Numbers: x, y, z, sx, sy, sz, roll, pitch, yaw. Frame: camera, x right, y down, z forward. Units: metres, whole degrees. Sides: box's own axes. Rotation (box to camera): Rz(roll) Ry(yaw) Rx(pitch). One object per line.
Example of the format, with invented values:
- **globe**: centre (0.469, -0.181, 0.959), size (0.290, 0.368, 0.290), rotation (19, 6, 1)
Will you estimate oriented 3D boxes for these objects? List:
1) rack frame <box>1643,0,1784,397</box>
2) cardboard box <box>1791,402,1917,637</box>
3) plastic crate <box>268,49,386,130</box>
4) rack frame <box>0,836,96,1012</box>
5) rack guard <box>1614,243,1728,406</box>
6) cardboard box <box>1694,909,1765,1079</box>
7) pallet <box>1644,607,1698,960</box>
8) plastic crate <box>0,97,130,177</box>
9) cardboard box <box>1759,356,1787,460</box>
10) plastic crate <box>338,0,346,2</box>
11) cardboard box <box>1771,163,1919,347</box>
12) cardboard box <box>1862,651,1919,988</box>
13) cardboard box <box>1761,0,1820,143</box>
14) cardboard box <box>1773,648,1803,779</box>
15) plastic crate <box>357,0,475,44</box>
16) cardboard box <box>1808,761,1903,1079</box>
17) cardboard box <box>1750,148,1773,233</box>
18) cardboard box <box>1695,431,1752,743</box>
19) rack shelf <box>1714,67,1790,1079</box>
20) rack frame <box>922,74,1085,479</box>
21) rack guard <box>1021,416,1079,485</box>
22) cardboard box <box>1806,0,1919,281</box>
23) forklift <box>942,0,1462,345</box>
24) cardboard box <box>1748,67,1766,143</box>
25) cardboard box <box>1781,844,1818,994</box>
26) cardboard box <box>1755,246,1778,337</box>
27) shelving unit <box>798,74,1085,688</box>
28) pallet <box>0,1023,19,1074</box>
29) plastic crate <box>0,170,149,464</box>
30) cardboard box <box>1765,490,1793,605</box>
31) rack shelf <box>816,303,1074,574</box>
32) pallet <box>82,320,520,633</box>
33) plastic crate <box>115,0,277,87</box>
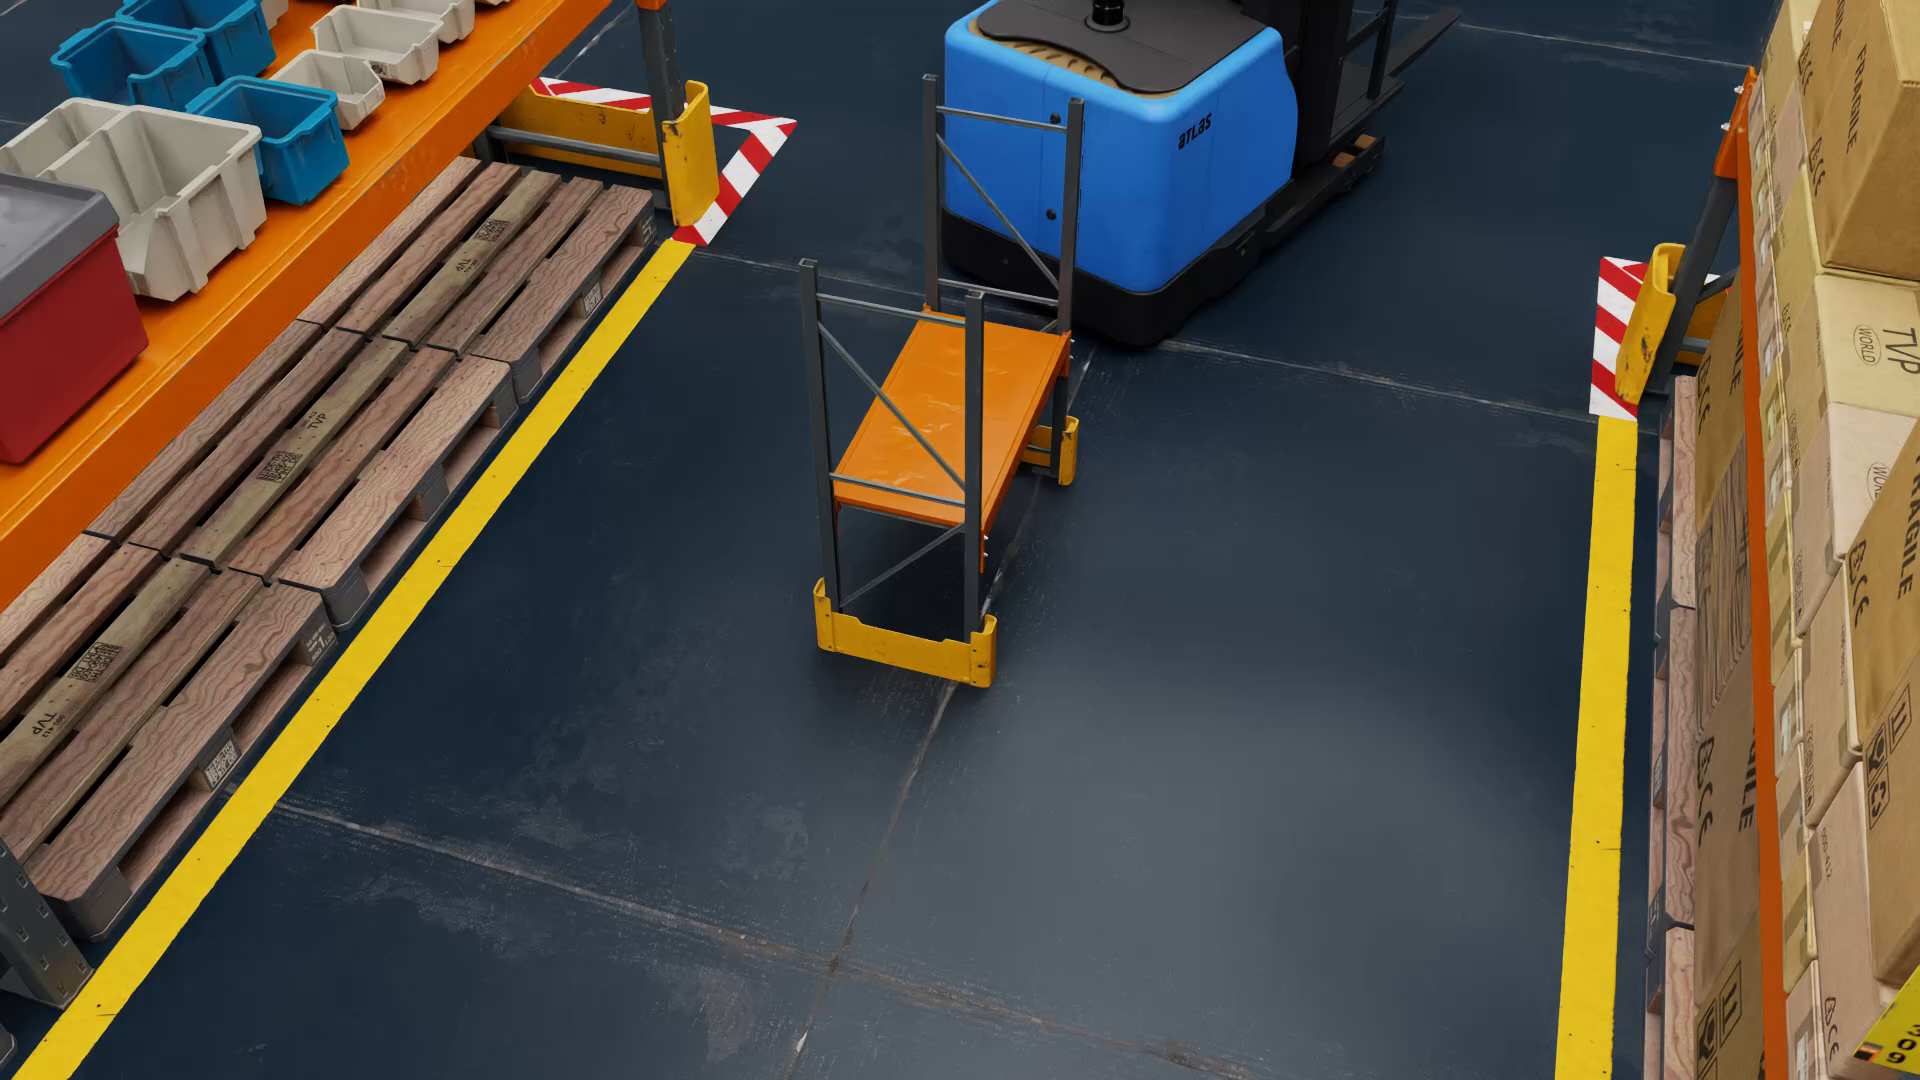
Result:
- **rack frame**: centre (3.076, -1.573, 5.213), size (1.000, 3.000, 0.127), rotation (13, 46, 13)
- **cardboard box**: centre (2.057, 0.005, 3.495), size (0.500, 0.250, 0.500), rotation (13, 46, 13)
- **plastic crate**: centre (-1.953, -1.385, 5.166), size (0.298, 0.136, 0.250), rotation (13, 46, 13)
- **rack frame**: centre (-2.855, 0.044, 3.560), size (1.000, 3.000, 0.127), rotation (13, 46, 13)
- **rack guard**: centre (3.084, -0.696, 6.103), size (1.175, 0.500, 0.348), rotation (13, 46, 13)
- **cardboard box**: centre (2.141, 1.280, 3.517), size (0.875, 0.875, 0.875), rotation (13, 46, 13)
- **pallet**: centre (2.538, 0.784, 4.798), size (1.003, 0.211, 1.213), rotation (13, 46, 12)
- **plastic crate**: centre (-2.614, -1.107, 4.883), size (0.293, 0.136, 0.466), rotation (13, 46, 13)
- **cardboard box**: centre (2.190, -0.291, 4.082), size (0.380, 0.149, 0.250), rotation (11, 46, 11)
- **plastic crate**: centre (-2.232, -2.050, 5.777), size (0.416, 0.233, 0.300), rotation (13, 46, 13)
- **cardboard box**: centre (2.367, -0.681, 4.196), size (0.500, 0.250, 0.500), rotation (11, 45, 11)
- **cardboard box**: centre (1.749, 0.410, 2.545), size (0.500, 0.500, 0.500), rotation (14, 46, 14)
- **cardboard box**: centre (2.674, -1.363, 4.893), size (0.500, 0.250, 0.500), rotation (11, 46, 11)
- **cardboard box**: centre (1.879, 0.396, 3.380), size (0.380, 0.149, 0.250), rotation (13, 46, 13)
- **plastic crate**: centre (-1.820, -1.777, 5.567), size (0.396, 0.136, 0.243), rotation (13, 46, 13)
- **cardboard box**: centre (1.749, 0.691, 2.794), size (0.500, 0.250, 0.500), rotation (12, 46, 12)
- **cardboard box**: centre (2.501, -0.974, 4.781), size (0.380, 0.149, 0.250), rotation (12, 46, 12)
- **cardboard box**: centre (2.683, 0.086, 4.736), size (0.875, 0.875, 0.875), rotation (13, 46, 13)
- **rack shelf**: centre (2.471, 0.017, 4.102), size (1.077, 0.370, 4.000), rotation (13, 46, 13)
- **rack frame**: centre (0.128, -0.818, 5.514), size (0.500, 1.500, 0.032), rotation (13, 46, 13)
- **rack guard**: centre (0.128, -0.370, 5.950), size (0.587, 0.250, 0.087), rotation (13, 46, 13)
- **cardboard box**: centre (2.371, -0.951, 3.936), size (0.500, 0.500, 0.500), rotation (11, 46, 11)
- **forklift**: centre (1.234, -2.774, 6.489), size (1.130, 2.935, 3.031), rotation (29, 51, 26)
- **cardboard box**: centre (2.654, -1.316, 5.130), size (0.380, 0.149, 0.250), rotation (13, 46, 13)
- **cardboard box**: centre (1.723, 0.738, 3.030), size (0.380, 0.149, 0.250), rotation (13, 46, 13)
- **cardboard box**: centre (2.345, -0.631, 4.430), size (0.380, 0.149, 0.250), rotation (12, 46, 12)
- **shelving unit**: centre (-0.023, -0.485, 5.174), size (0.587, 1.500, 1.083), rotation (13, 46, 13)
- **pallet**: centre (-3.129, 1.546, 4.019), size (1.003, 0.211, 1.213), rotation (13, 46, 13)
- **plastic crate**: centre (-2.346, -0.542, 4.071), size (0.402, 0.464, 0.583), rotation (13, 46, 13)
- **cardboard box**: centre (2.034, 0.054, 3.730), size (0.380, 0.149, 0.250), rotation (12, 46, 12)
- **rack shelf**: centre (-0.026, -0.351, 5.293), size (0.538, 0.185, 1.000), rotation (13, 46, 13)
- **pallet**: centre (-2.302, -0.273, 5.878), size (1.003, 0.211, 1.213), rotation (13, 46, 13)
- **plastic crate**: centre (-2.431, -1.611, 5.329), size (0.416, 0.233, 0.300), rotation (13, 46, 13)
